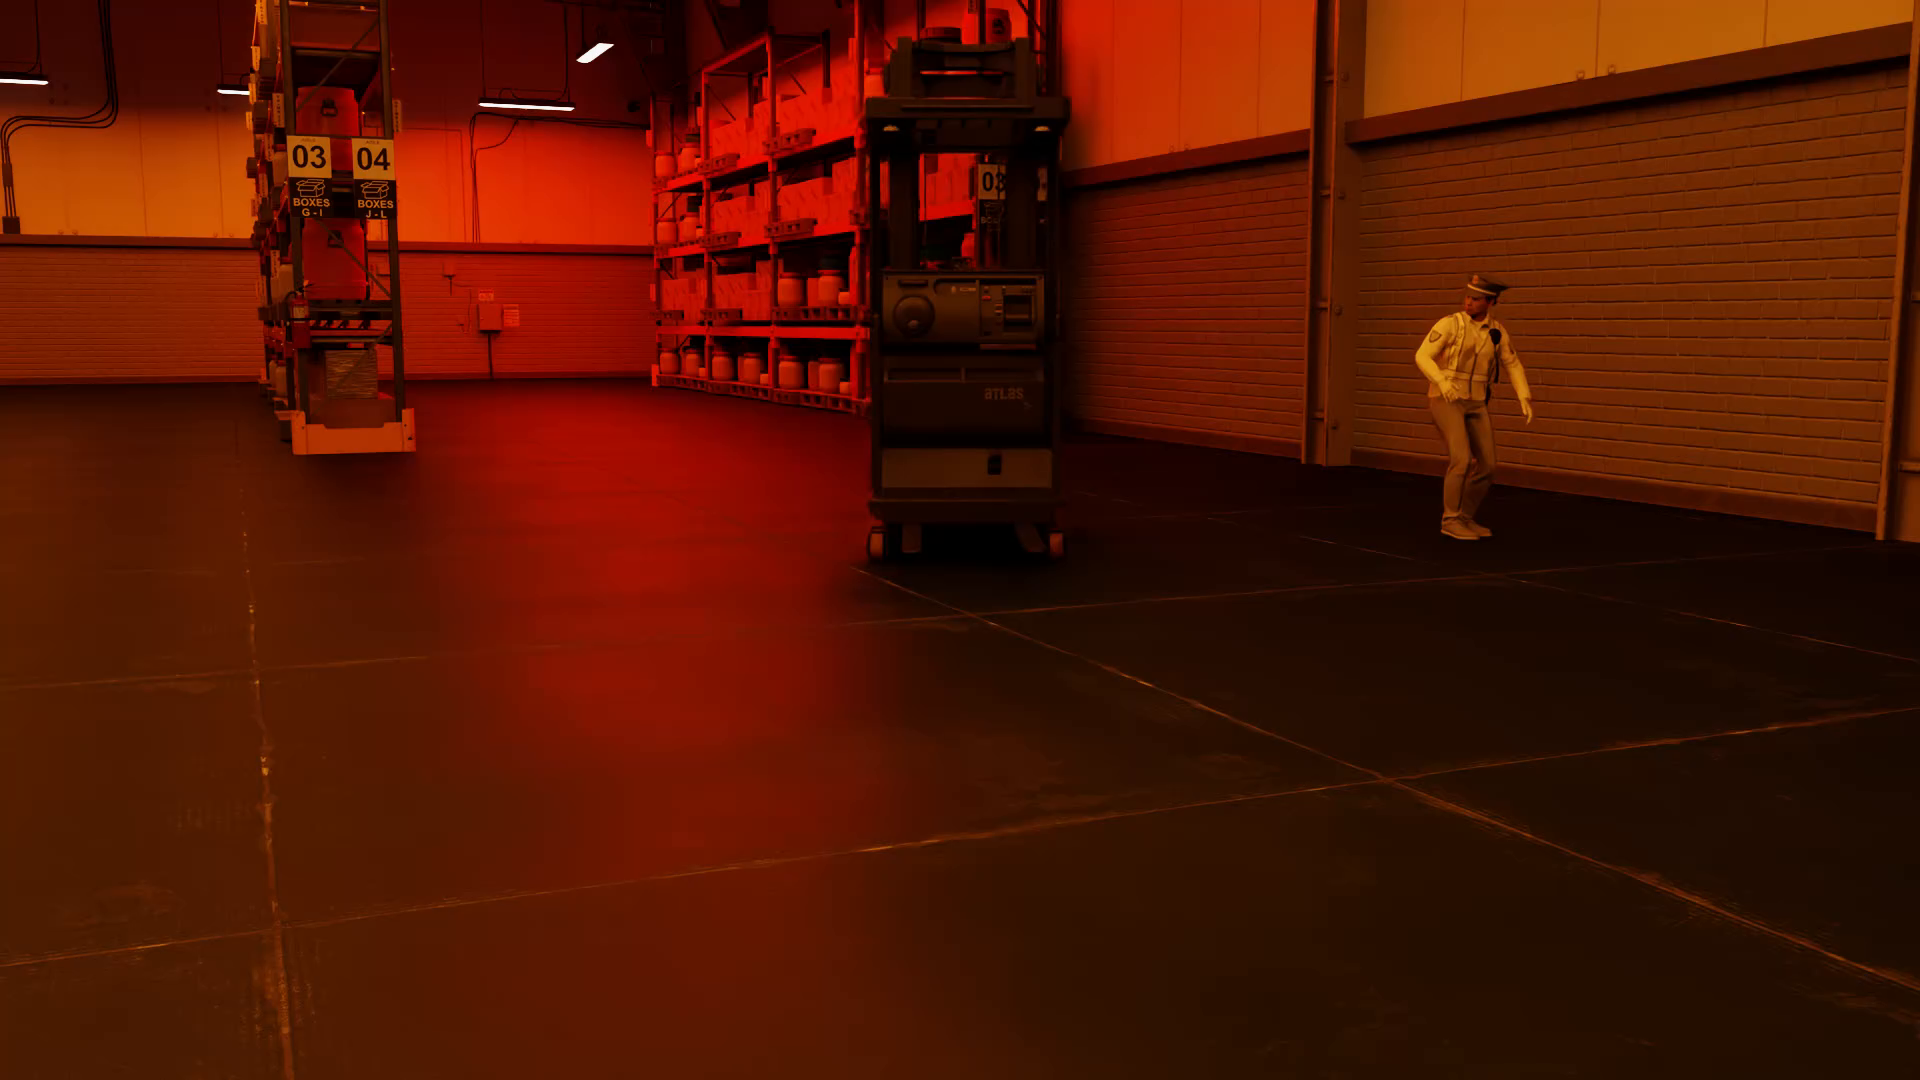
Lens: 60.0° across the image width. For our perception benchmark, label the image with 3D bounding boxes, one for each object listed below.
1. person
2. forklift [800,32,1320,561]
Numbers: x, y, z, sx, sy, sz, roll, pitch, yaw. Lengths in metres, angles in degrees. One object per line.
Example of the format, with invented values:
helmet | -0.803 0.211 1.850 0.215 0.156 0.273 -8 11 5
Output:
person | 3.152 -0.860 10.257 0.523 1.686 0.350 -2 8 -14
forklift | 0.553 -1.413 9.656 3.031 2.935 1.130 4 9 31
